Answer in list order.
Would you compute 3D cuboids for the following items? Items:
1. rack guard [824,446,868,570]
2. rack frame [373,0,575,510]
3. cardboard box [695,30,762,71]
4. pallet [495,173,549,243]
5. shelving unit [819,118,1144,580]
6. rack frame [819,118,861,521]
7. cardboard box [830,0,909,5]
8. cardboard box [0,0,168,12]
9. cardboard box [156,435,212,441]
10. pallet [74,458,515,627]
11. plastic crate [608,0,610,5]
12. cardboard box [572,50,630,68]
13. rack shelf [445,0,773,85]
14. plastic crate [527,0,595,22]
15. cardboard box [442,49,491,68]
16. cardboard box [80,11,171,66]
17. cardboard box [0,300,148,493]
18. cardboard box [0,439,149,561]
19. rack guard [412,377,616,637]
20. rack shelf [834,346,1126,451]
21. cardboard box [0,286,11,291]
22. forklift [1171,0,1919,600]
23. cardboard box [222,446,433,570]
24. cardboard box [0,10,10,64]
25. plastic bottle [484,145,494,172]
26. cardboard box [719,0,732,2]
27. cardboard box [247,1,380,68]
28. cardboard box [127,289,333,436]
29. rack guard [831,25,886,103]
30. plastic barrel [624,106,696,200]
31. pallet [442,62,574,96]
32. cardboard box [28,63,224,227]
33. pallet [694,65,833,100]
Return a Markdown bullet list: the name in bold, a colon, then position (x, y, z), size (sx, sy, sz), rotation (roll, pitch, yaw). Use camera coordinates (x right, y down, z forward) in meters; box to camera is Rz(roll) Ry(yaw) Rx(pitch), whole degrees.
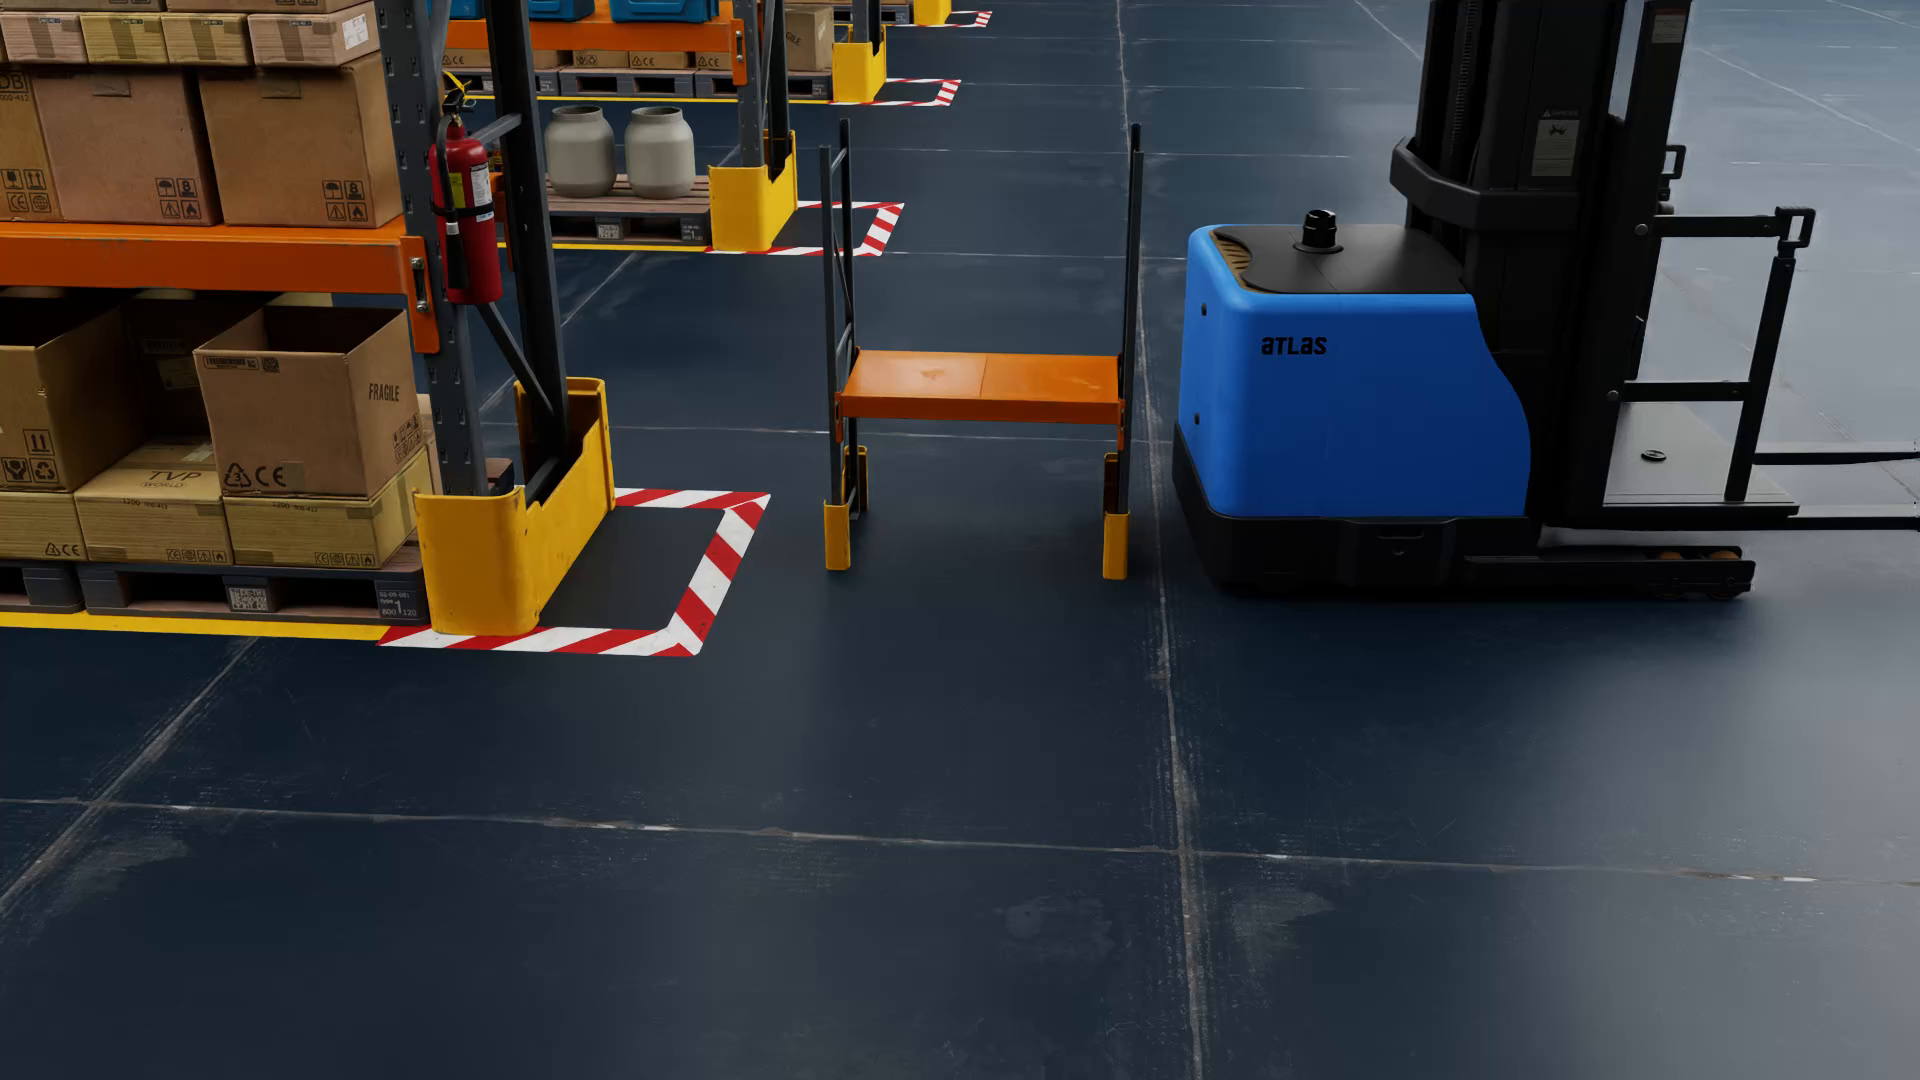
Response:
- **rack guard**: position (-0.421, -0.127, 6.189), size (0.087, 0.250, 0.587), rotation (2, 25, 4)
- **rack frame**: position (-1.584, -1.289, 5.425), size (0.127, 3.000, 1.000), rotation (2, 25, 4)
- **cardboard box**: position (-2.042, -4.505, 14.901), size (0.500, 0.500, 0.500), rotation (8, 26, 18)
- **pallet**: position (-3.303, -2.138, 10.605), size (1.213, 0.211, 1.003), rotation (2, 25, 4)
- **shelving unit**: position (0.076, -0.679, 5.893), size (1.083, 1.500, 0.587), rotation (2, 25, 4)
- **rack frame**: position (-0.422, -0.695, 5.928), size (0.032, 1.500, 0.500), rotation (2, 25, 4)
- **cardboard box**: position (-1.023, -6.701, 19.227), size (0.875, 0.875, 0.875), rotation (2, 25, 4)
- **cardboard box**: position (-2.626, -1.960, 5.212), size (0.500, 0.500, 0.700), rotation (1, 25, 3)
- **cardboard box**: position (-2.601, -0.355, 6.182), size (0.500, 0.250, 0.500), rotation (2, 25, 4)
- **pallet**: position (-2.350, -0.029, 6.023), size (1.213, 0.211, 1.003), rotation (2, 25, 4)
- **plastic crate**: position (-2.069, -3.396, 10.320), size (0.250, 0.136, 0.298), rotation (2, 25, 4)
- **cardboard box**: position (-3.218, -4.569, 15.041), size (0.500, 0.500, 0.500), rotation (0, 25, -1)
- **rack shelf**: position (-3.195, -3.091, 10.201), size (4.000, 0.370, 1.077), rotation (2, 25, 4)
- **plastic crate**: position (-2.370, -3.200, 9.756), size (0.408, 0.251, 0.499), rotation (2, 25, 4)
- **cardboard box**: position (-4.415, -4.571, 15.046), size (0.500, 0.500, 0.500), rotation (1, 25, 2)
- **cardboard box**: position (-2.496, -1.578, 5.157), size (0.250, 0.149, 0.380), rotation (1, 25, 3)
- **cardboard box**: position (-3.140, -0.490, 5.579), size (0.500, 0.500, 0.500), rotation (2, 25, 4)
- **cardboard box**: position (-3.140, -0.151, 5.739), size (0.500, 0.250, 0.500), rotation (2, 25, 4)
- **rack guard**: position (-1.560, -0.153, 5.946), size (0.348, 0.500, 1.175), rotation (2, 25, 4)
- **rack shelf**: position (0.085, -0.515, 5.968), size (1.000, 0.185, 0.538), rotation (2, 25, 4)
- **cardboard box**: position (-3.597, -0.730, 6.101), size (0.500, 0.500, 0.500), rotation (2, 25, 4)
- **forklift**: position (2.358, -1.346, 5.632), size (3.031, 2.935, 1.130), rotation (0, 25, -1)
- **cardboard box**: position (-2.141, -0.125, 5.681), size (0.500, 0.250, 0.500), rotation (2, 25, 4)
- **cardboard box**: position (-3.008, -1.595, 5.194), size (0.250, 0.149, 0.380), rotation (3, 25, 6)
- **plastic bottle**: position (-3.088, -2.473, 10.820), size (0.097, 0.201, 0.097), rotation (0, 25, 0)
- **cardboard box**: position (-2.809, -6.759, 19.351), size (0.875, 0.875, 0.875), rotation (2, 25, 4)
- **cardboard box**: position (-1.980, -1.562, 5.122), size (0.250, 0.149, 0.380), rotation (1, 25, 3)
- **cardboard box**: position (-2.600, -0.696, 6.027), size (0.500, 0.500, 0.500), rotation (2, 25, 4)
- **rack guard**: position (-0.898, -4.285, 14.925), size (0.348, 0.500, 1.175), rotation (2, 25, 4)
- **plastic barrel**: position (-1.863, -2.403, 10.320), size (0.421, 0.512, 0.421), rotation (0, 25, 0)
- **pallet**: position (-4.138, -4.272, 15.244), size (1.213, 0.211, 1.003), rotation (2, 25, 4)
- **cardboard box**: position (-2.573, -1.370, 5.480), size (0.500, 0.500, 0.700), rotation (2, 25, 5)
- **pallet**: position (-1.705, -4.194, 15.074), size (1.213, 0.211, 1.003), rotation (2, 25, 4)
